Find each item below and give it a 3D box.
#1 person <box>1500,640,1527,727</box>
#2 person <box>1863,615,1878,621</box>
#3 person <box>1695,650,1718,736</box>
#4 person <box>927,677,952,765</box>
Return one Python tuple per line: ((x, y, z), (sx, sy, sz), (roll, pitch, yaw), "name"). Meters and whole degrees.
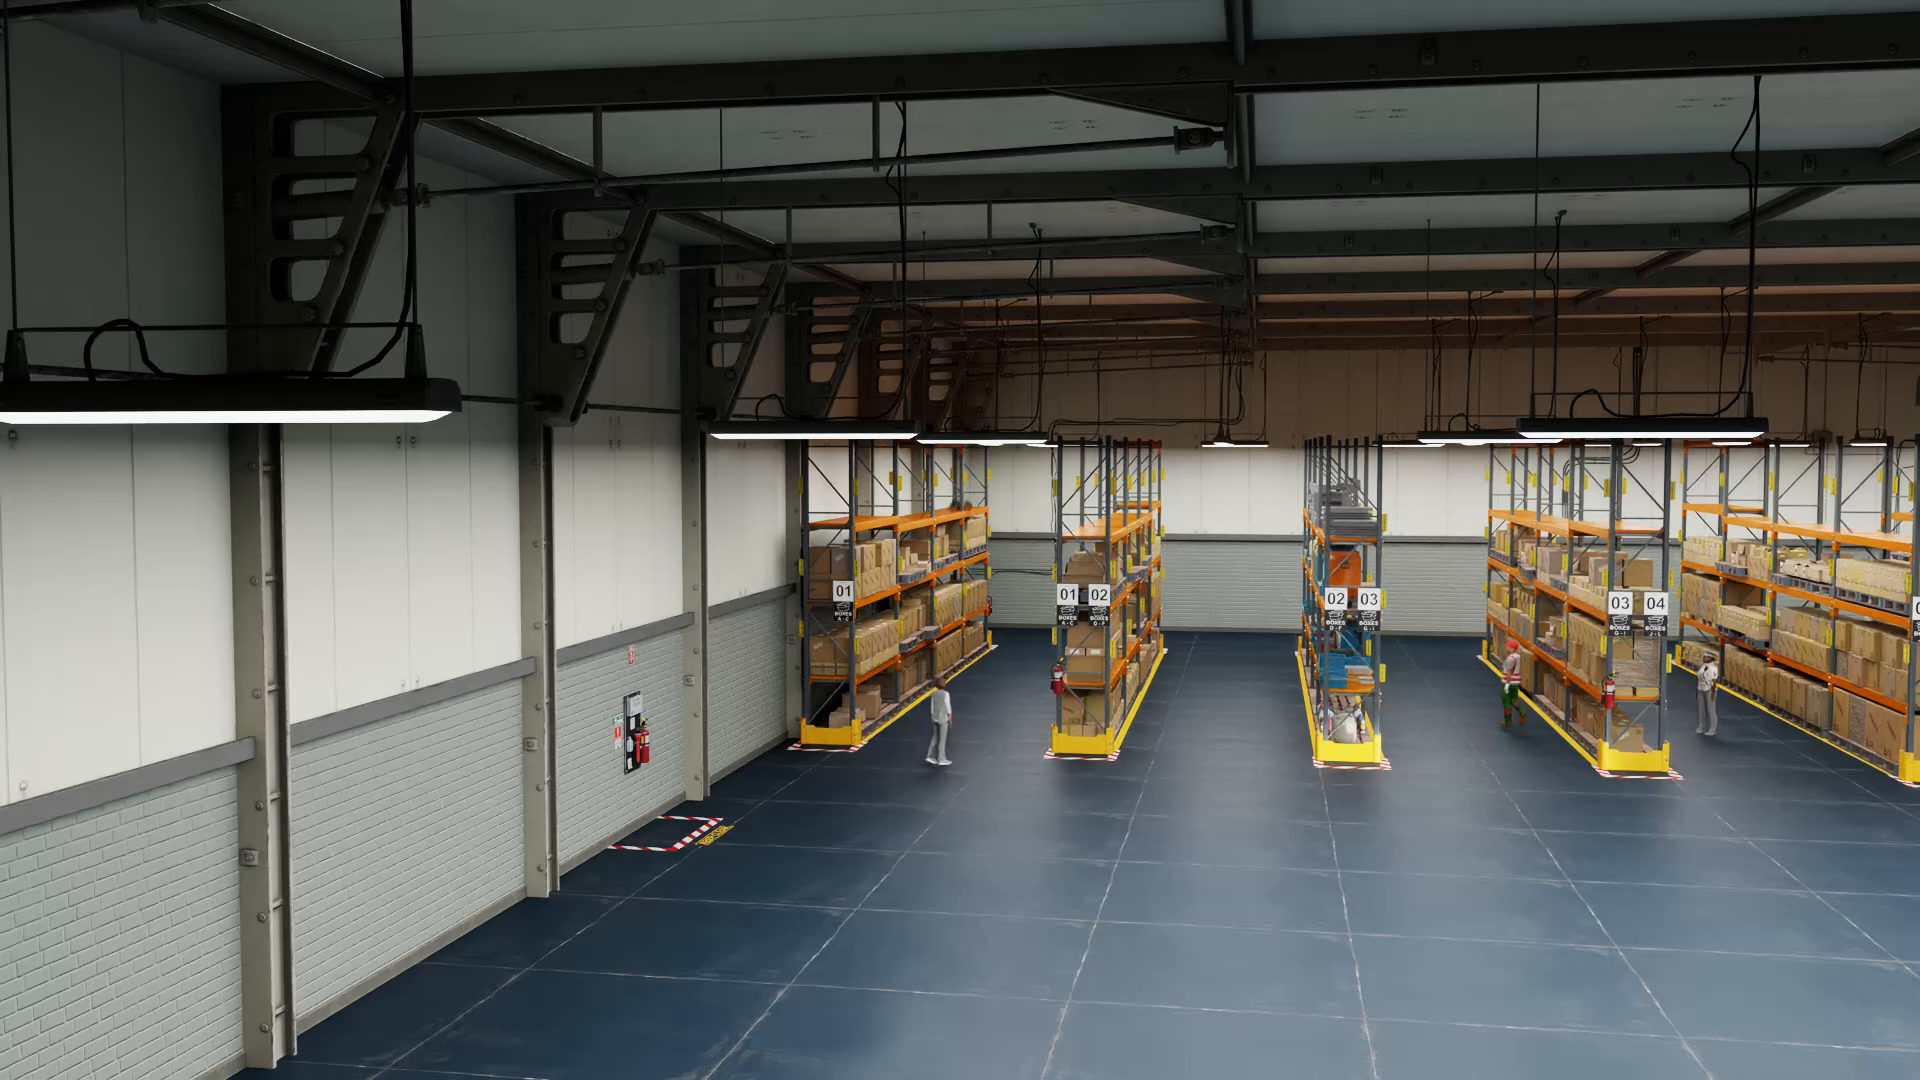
((11.396, 2.962, 34.237), (0.519, 1.784, 0.599), (-2, 3, -27), "person")
((25.329, 2.401, 46.139), (0.755, 1.626, 0.501), (0, 3, -1), "person")
((15.039, 3.061, 33.500), (0.361, 1.698, 0.481), (-1, 3, -18), "person")
((-0.353, 3.302, 30.276), (0.341, 1.633, 0.500), (-3, 4, -40), "person")
